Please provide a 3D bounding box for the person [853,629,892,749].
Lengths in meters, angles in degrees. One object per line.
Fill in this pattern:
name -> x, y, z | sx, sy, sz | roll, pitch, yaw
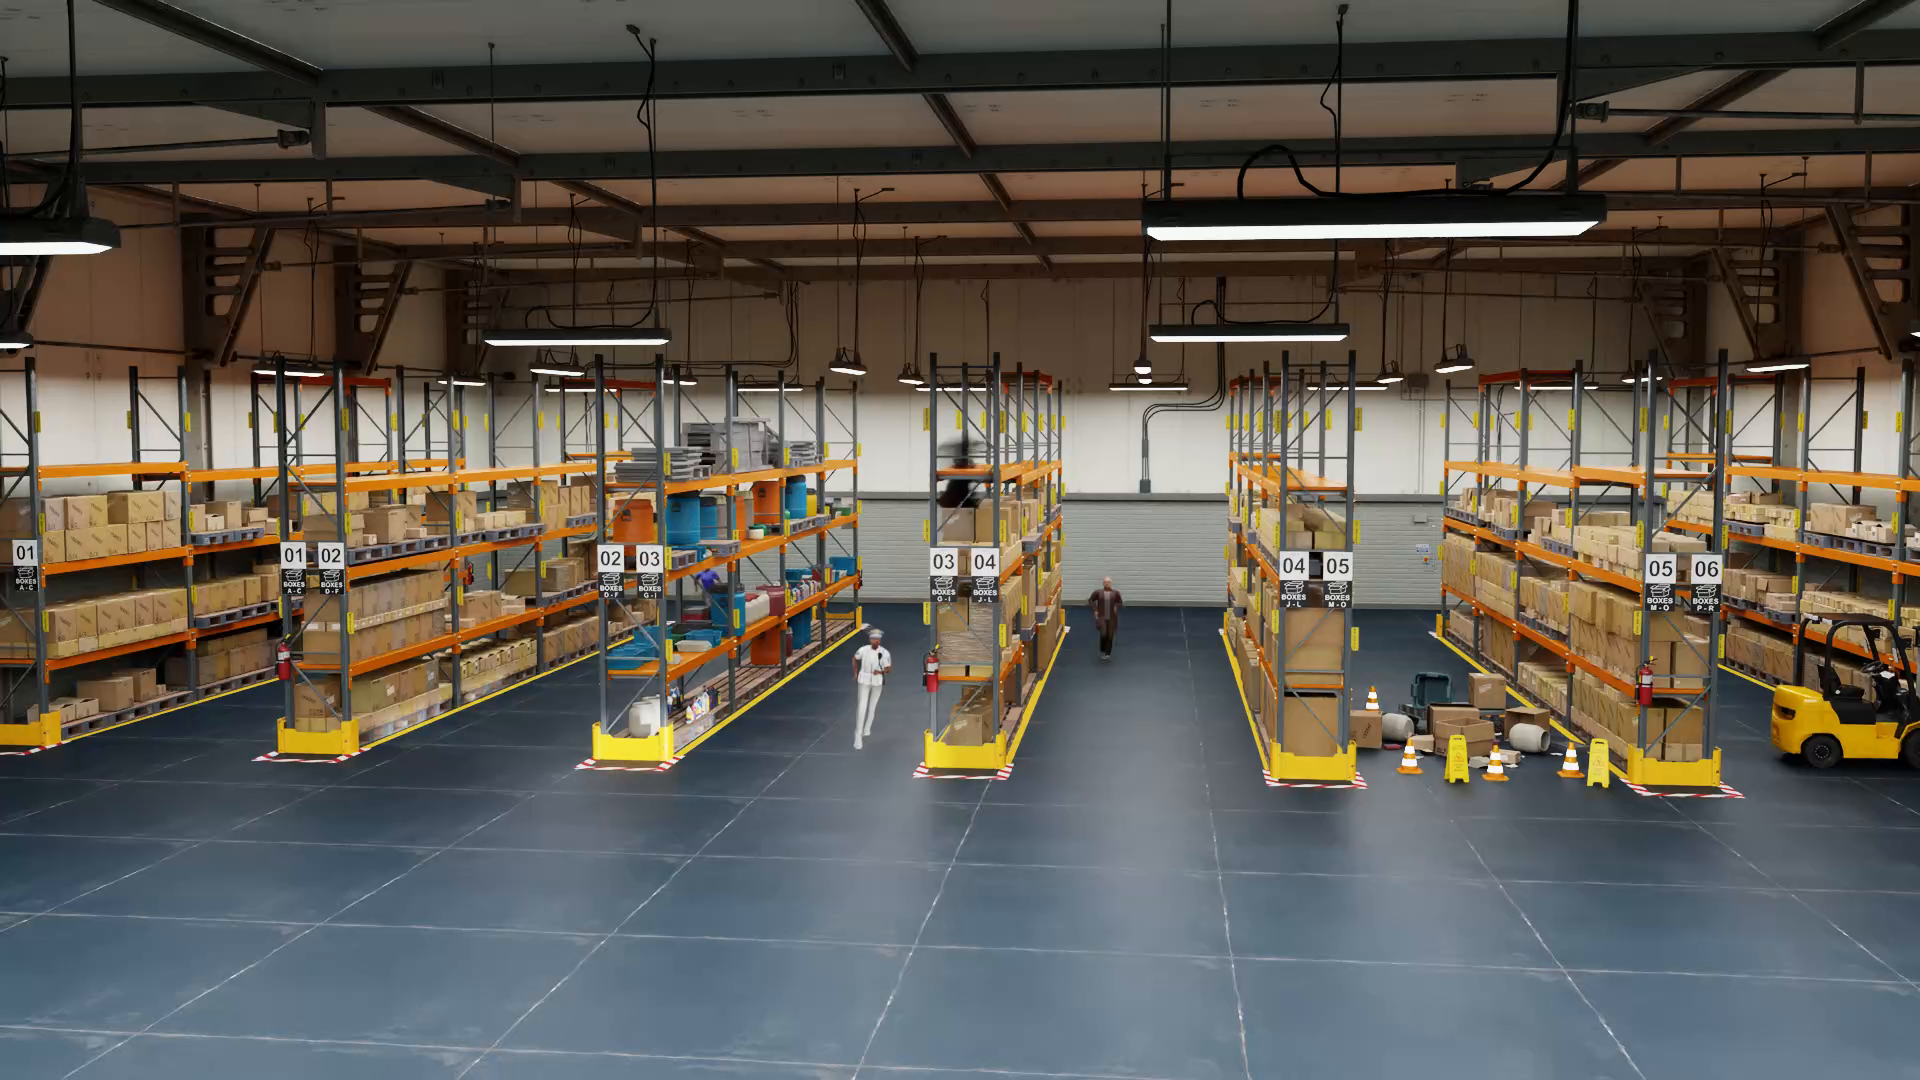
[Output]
person -> -1.300, 2.167, 24.646 | 0.575, 1.731, 0.784 | 0, 4, -4

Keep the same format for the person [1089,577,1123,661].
person -> 3.067, 1.668, 34.854 | 0.710, 1.759, 0.660 | 0, 4, 0

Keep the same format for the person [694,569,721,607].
person -> -6.161, 1.329, 40.627 | 0.635, 1.681, 0.711 | -1, 4, -15
